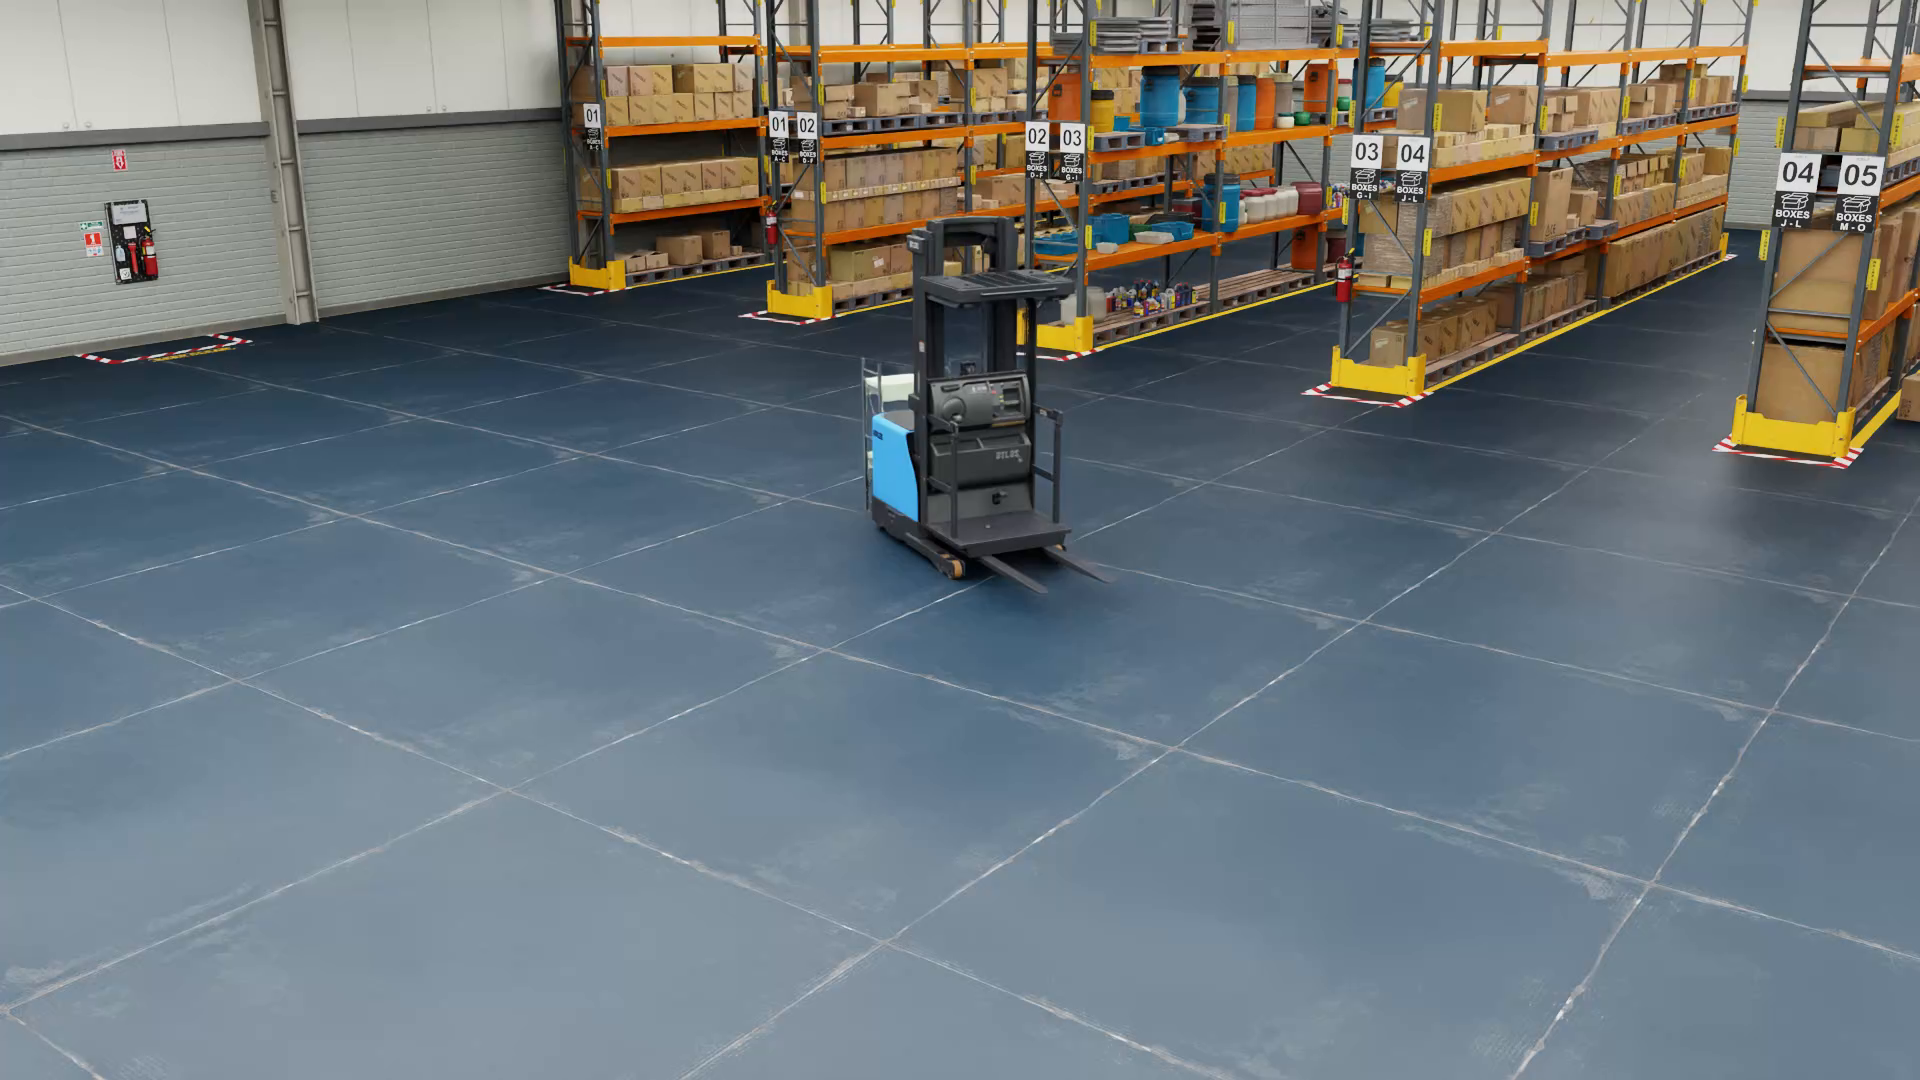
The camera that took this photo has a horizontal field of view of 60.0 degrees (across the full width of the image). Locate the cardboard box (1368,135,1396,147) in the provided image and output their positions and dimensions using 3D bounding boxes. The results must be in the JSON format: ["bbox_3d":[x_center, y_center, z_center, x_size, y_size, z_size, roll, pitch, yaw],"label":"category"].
[{"bbox_3d":[5.270,-5.048,20.970,0.380,0.149,0.250,12,21,35],"label":"cardboard box"}]

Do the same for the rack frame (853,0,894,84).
[{"bbox_3d":[-1.813,-10.772,34.763,1.000,3.000,0.127,12,21,35],"label":"rack frame"}]

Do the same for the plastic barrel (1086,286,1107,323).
[{"bbox_3d":[2.006,-3.552,25.119,0.421,0.512,0.421,0,17,0],"label":"plastic barrel"}]

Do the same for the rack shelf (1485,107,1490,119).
[{"bbox_3d":[9.719,-8.674,34.279,1.077,0.370,4.000,12,21,35],"label":"rack shelf"}]

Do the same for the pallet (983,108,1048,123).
[{"bbox_3d":[1.171,-7.930,30.989,1.003,0.211,1.213,14,22,37],"label":"pallet"}]

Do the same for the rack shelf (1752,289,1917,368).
[{"bbox_3d":[10.470,-2.607,19.802,1.077,0.370,4.000,12,21,35],"label":"rack shelf"}]

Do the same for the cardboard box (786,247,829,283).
[{"bbox_3d":[-2.518,-4.552,27.516,0.500,0.500,0.500,12,21,35],"label":"cardboard box"}]

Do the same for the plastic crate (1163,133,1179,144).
[{"bbox_3d":[3.129,-6.056,25.080,0.243,0.136,0.396,12,21,35],"label":"plastic crate"}]

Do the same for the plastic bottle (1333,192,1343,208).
[{"bbox_3d":[6.937,-6.253,30.536,0.152,0.276,0.135,12,21,35],"label":"plastic bottle"}]

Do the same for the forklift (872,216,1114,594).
[{"bbox_3d":[0.276,-1.212,14.212,1.130,2.935,3.031,-8,19,-25],"label":"forklift"}]

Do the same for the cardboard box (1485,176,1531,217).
[{"bbox_3d":[7.691,-4.839,23.420,0.500,0.500,0.500,12,21,35],"label":"cardboard box"}]

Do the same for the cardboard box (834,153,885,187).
[{"bbox_3d":[-1.670,-6.162,27.678,0.700,0.500,0.500,13,21,35],"label":"cardboard box"}]

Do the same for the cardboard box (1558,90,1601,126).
[{"bbox_3d":[9.434,-6.603,25.384,0.500,0.500,0.500,13,21,36],"label":"cardboard box"}]

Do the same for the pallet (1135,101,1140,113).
[{"bbox_3d":[3.491,-8.937,34.230,1.213,0.211,1.003,12,21,35],"label":"pallet"}]

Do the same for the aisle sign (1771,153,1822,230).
[{"bbox_3d":[8.995,-3.752,17.892,0.394,0.787,0.004,12,21,35],"label":"aisle sign"}]

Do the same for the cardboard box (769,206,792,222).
[{"bbox_3d":[-3.511,-6.612,33.693,0.500,0.250,0.500,12,21,34],"label":"cardboard box"}]

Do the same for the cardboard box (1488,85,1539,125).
[{"bbox_3d":[7.675,-6.037,23.061,0.500,0.500,0.500,12,21,33],"label":"cardboard box"}]

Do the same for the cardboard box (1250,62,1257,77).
[{"bbox_3d":[6.276,-10.666,37.626,0.700,0.500,0.500,12,21,35],"label":"cardboard box"}]

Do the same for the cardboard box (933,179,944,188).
[{"bbox_3d":[-0.508,-6.213,28.936,0.380,0.149,0.250,12,21,33],"label":"cardboard box"}]

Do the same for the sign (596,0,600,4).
[{"bbox_3d":[-6.144,-9.254,28.168,0.100,0.325,0.005,12,21,35],"label":"sign"}]

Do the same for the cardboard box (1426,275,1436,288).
[{"bbox_3d":[5.880,-3.337,21.362,0.380,0.149,0.250,12,21,35],"label":"cardboard box"}]

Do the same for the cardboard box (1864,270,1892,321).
[{"bbox_3d":[10.207,-2.889,19.241,0.875,0.550,0.550,12,21,35],"label":"cardboard box"}]

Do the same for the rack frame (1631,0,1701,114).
[{"bbox_3d":[12.505,-9.098,29.375,1.000,3.000,0.127,12,21,35],"label":"rack frame"}]

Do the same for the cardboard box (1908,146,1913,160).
[{"bbox_3d":[10.492,-4.361,18.725,0.380,0.149,0.250,12,21,34],"label":"cardboard box"}]

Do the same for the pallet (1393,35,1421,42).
[{"bbox_3d":[8.059,-9.490,31.629,1.003,0.211,1.213,12,21,35],"label":"pallet"}]

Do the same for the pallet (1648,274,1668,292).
[{"bbox_3d":[12.106,-4.705,30.043,1.003,0.211,1.213,12,21,35],"label":"pallet"}]

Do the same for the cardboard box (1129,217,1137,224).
[{"bbox_3d":[3.279,-6.351,34.115,0.500,0.500,0.500,12,21,34],"label":"cardboard box"}]

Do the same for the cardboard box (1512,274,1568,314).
[{"bbox_3d":[9.086,-3.863,26.105,0.700,0.500,0.500,15,23,39],"label":"cardboard box"}]

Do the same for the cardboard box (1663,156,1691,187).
[{"bbox_3d":[12.995,-6.731,30.353,0.500,0.500,0.500,12,21,35],"label":"cardboard box"}]

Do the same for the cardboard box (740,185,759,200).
[{"bbox_3d":[-4.235,-6.725,32.068,0.500,0.250,0.500,12,21,35],"label":"cardboard box"}]

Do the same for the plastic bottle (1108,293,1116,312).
[{"bbox_3d":[2.377,-3.715,25.993,0.061,0.283,0.133,12,21,35],"label":"plastic bottle"}]

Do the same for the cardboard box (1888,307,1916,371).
[{"bbox_3d":[11.959,-2.717,22.028,1.050,0.750,0.750,12,21,34],"label":"cardboard box"}]

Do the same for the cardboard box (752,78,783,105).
[{"bbox_3d":[-3.806,-8.751,32.436,0.500,0.500,0.500,16,24,42],"label":"cardboard box"}]

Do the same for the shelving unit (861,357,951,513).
[{"bbox_3d":[-0.502,-1.008,15.952,0.755,1.500,0.431,-9,18,-26],"label":"shelving unit"}]

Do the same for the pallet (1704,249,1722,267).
[{"bbox_3d":[14.475,-5.650,33.088,1.003,0.211,1.213,12,21,35],"label":"pallet"}]

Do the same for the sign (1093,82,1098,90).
[{"bbox_3d":[2.609,-8.649,31.981,0.100,0.325,0.005,12,21,35],"label":"sign"}]

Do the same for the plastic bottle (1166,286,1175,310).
[{"bbox_3d":[3.301,-3.821,26.222,0.144,0.351,0.185,12,21,34],"label":"plastic bottle"}]

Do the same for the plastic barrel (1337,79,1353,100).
[{"bbox_3d":[7.079,-8.303,30.933,0.433,0.535,0.433,0,17,0],"label":"plastic barrel"}]

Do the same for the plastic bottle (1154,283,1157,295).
[{"bbox_3d":[3.134,-4.017,26.966,0.061,0.283,0.133,12,21,35],"label":"plastic bottle"}]

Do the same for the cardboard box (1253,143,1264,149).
[{"bbox_3d":[6.590,-9.188,37.923,0.500,0.500,0.500,13,22,36],"label":"cardboard box"}]

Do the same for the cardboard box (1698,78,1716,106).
[{"bbox_3d":[13.672,-8.386,31.092,0.700,0.500,0.500,14,22,37],"label":"cardboard box"}]

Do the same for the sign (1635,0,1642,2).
[{"bbox_3d":[10.563,-8.536,25.855,0.100,0.325,0.005,12,21,35],"label":"sign"}]

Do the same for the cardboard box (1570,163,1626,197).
[{"bbox_3d":[10.570,-5.979,27.585,0.797,0.503,0.637,13,22,37],"label":"cardboard box"}]

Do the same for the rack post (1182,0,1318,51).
[{"bbox_3d":[4.865,-8.648,27.587,1.013,1.000,3.121,12,21,35],"label":"rack post"}]

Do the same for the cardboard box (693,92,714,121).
[{"bbox_3d":[-4.910,-8.023,30.767,0.500,0.500,0.500,11,21,33],"label":"cardboard box"}]

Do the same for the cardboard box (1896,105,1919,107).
[{"bbox_3d":[11.096,-4.984,19.386,0.380,0.149,0.250,13,21,35],"label":"cardboard box"}]

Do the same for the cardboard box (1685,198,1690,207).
[{"bbox_3d":[13.261,-6.250,30.743,0.380,0.149,0.250,13,22,36],"label":"cardboard box"}]

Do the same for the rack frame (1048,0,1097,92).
[{"bbox_3d":[2.168,-9.897,31.947,1.000,3.000,0.127,12,21,35],"label":"rack frame"}]

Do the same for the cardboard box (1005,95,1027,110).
[{"bbox_3d":[0.973,-8.085,30.715,0.500,0.250,0.500,10,20,30],"label":"cardboard box"}]

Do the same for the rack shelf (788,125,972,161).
[{"bbox_3d":[-1.407,-6.692,27.897,1.077,0.370,4.000,12,21,35],"label":"rack shelf"}]

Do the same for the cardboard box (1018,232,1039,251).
[{"bbox_3d":[1.146,-5.655,31.386,0.500,0.311,0.500,13,22,36],"label":"cardboard box"}]

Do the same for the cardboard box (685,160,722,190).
[{"bbox_3d":[-4.831,-6.845,31.188,0.500,0.500,0.500,12,21,33],"label":"cardboard box"}]

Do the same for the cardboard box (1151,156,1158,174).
[{"bbox_3d":[3.730,-7.985,35.028,0.500,0.500,0.700,-16,23,-42],"label":"cardboard box"}]

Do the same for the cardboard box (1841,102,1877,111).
[{"bbox_3d":[10.869,-5.221,20.150,0.380,0.149,0.250,12,21,34],"label":"cardboard box"}]
